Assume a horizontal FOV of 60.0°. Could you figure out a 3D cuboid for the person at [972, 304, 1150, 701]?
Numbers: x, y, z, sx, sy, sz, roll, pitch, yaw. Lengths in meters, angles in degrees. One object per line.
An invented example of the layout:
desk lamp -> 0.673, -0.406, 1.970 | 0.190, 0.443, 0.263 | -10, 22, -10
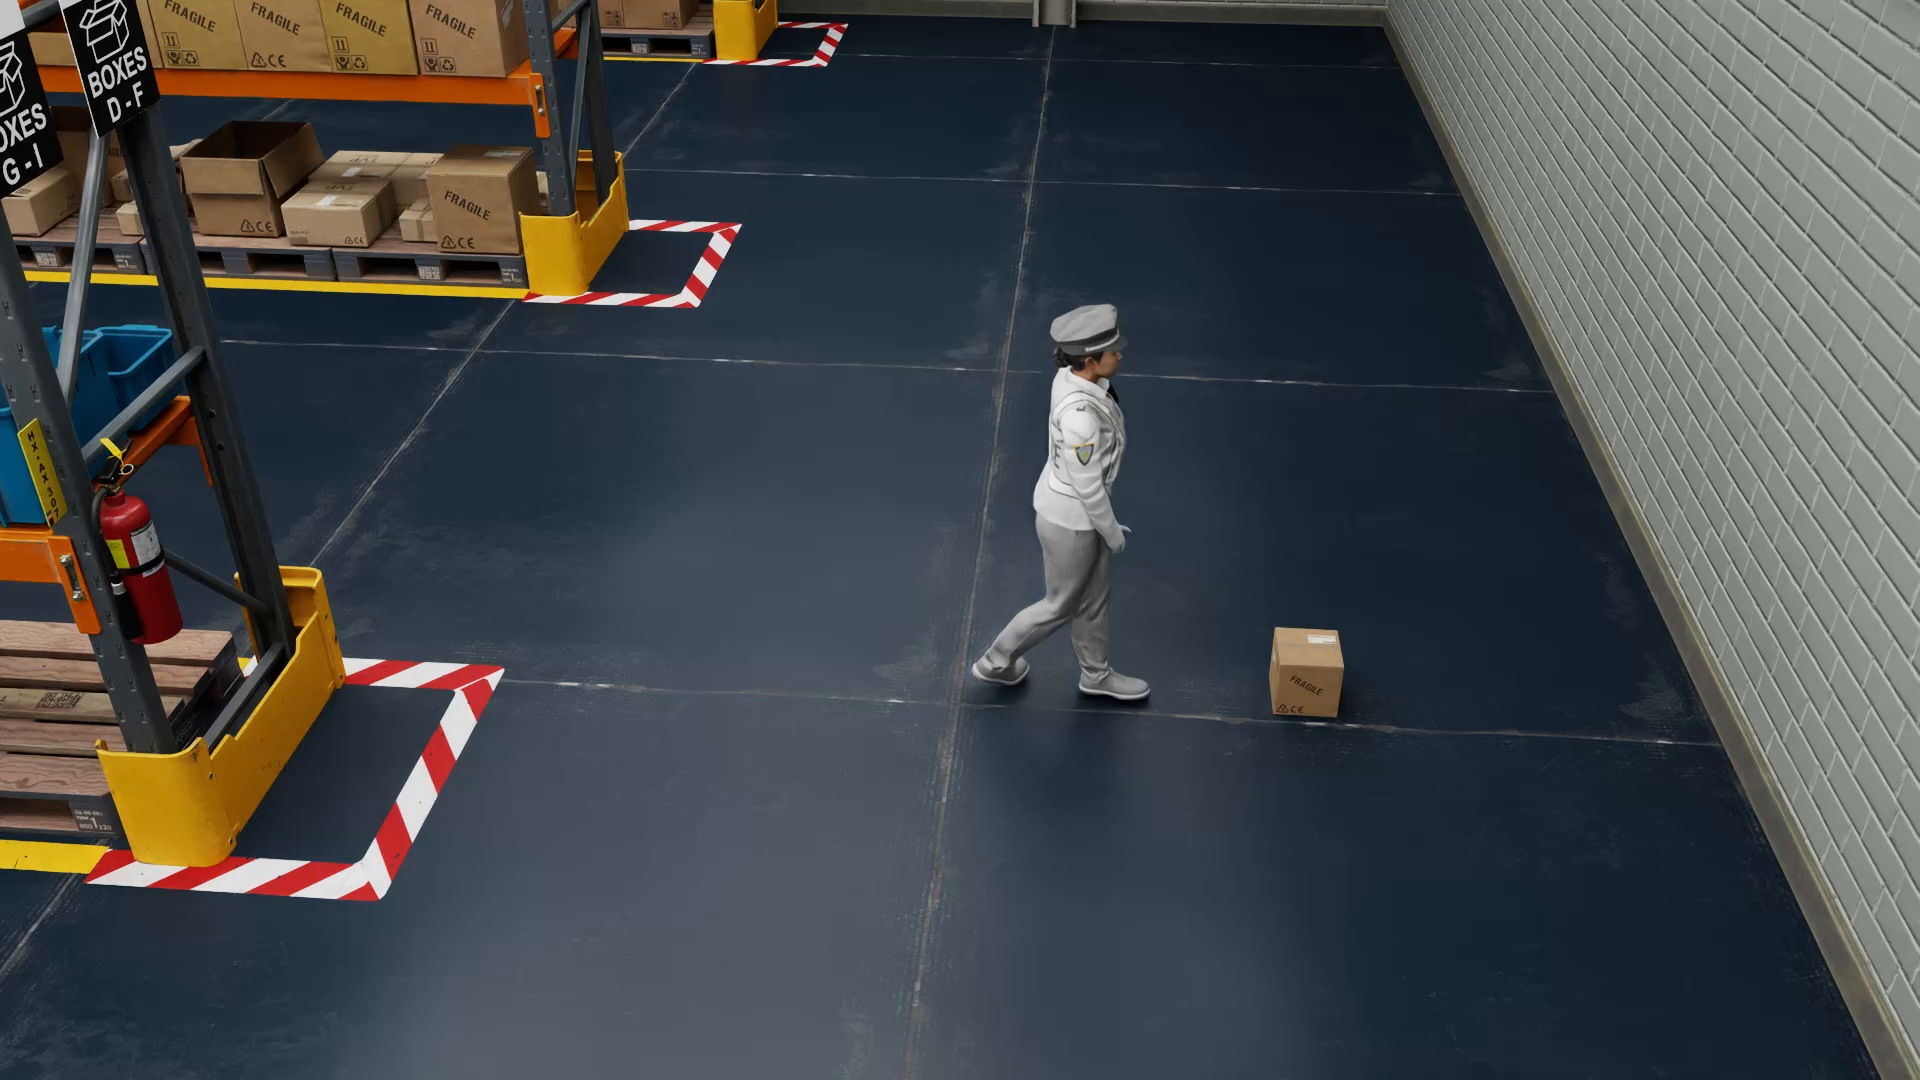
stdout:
person -> 0.412, -0.117, 6.295 | 0.712, 1.670, 0.508 | 4, 32, 6
